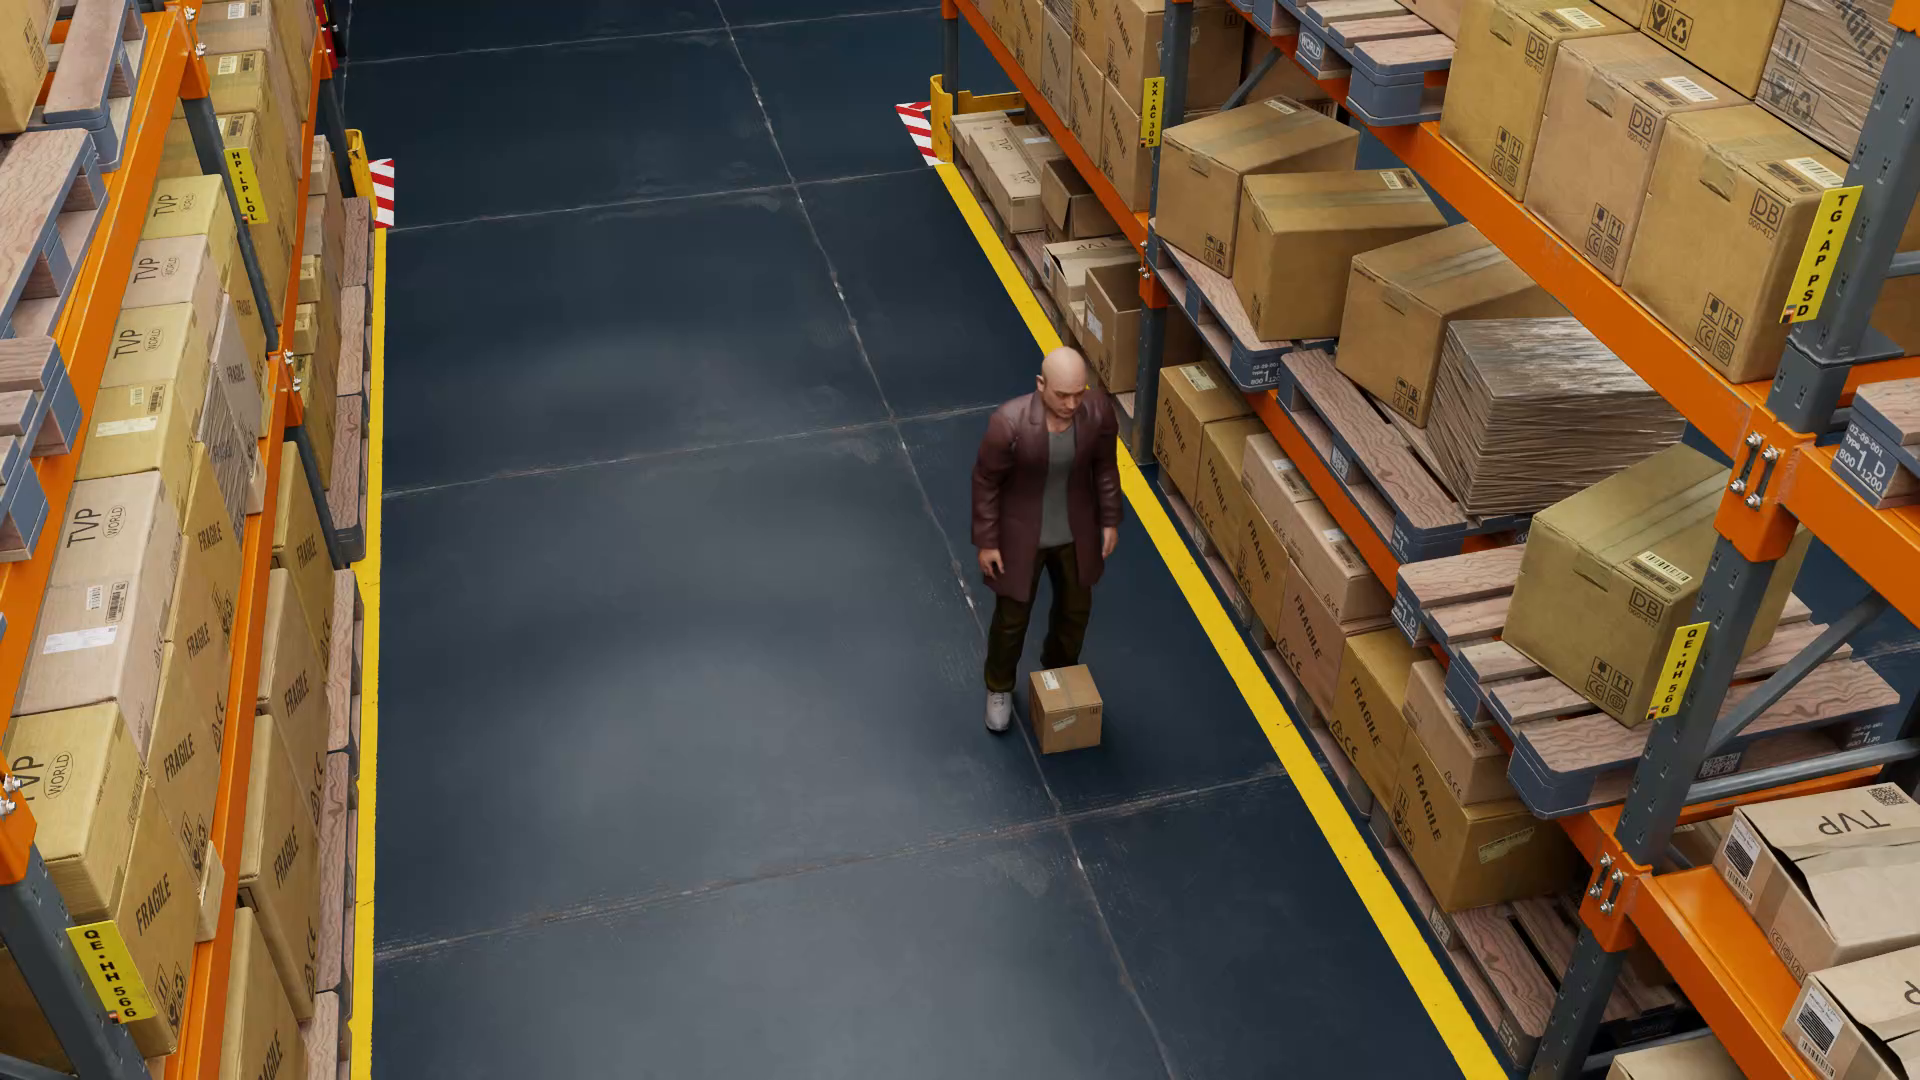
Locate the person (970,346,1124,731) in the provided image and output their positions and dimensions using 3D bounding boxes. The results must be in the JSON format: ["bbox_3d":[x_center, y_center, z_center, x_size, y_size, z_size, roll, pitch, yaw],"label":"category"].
[{"bbox_3d":[0.356,0.017,6.799,0.652,1.659,0.420,-10,39,-13],"label":"person"}]
